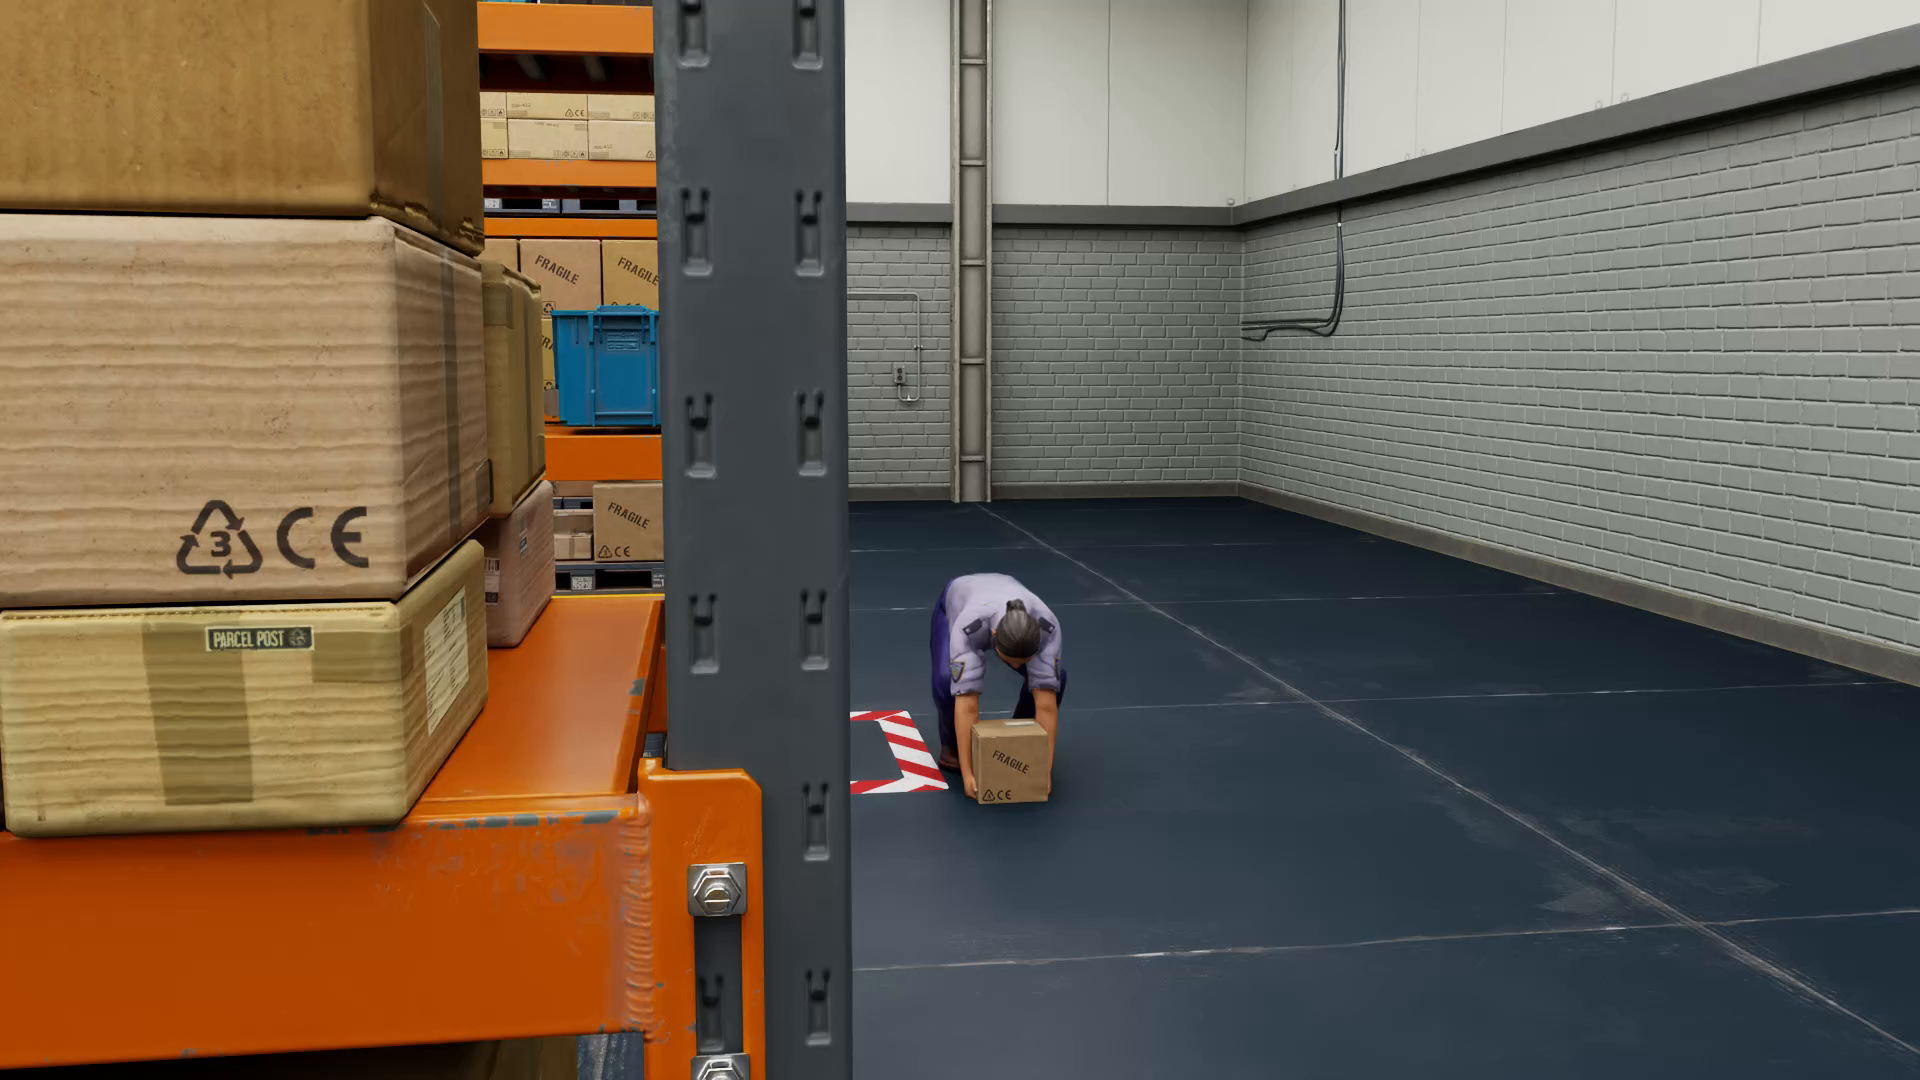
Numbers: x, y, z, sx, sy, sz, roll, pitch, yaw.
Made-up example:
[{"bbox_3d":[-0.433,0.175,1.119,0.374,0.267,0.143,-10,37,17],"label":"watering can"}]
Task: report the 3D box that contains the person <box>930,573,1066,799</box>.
[{"bbox_3d":[0.144,0.528,6.331,0.516,0.763,0.905,-1,7,-7],"label":"person"}]
